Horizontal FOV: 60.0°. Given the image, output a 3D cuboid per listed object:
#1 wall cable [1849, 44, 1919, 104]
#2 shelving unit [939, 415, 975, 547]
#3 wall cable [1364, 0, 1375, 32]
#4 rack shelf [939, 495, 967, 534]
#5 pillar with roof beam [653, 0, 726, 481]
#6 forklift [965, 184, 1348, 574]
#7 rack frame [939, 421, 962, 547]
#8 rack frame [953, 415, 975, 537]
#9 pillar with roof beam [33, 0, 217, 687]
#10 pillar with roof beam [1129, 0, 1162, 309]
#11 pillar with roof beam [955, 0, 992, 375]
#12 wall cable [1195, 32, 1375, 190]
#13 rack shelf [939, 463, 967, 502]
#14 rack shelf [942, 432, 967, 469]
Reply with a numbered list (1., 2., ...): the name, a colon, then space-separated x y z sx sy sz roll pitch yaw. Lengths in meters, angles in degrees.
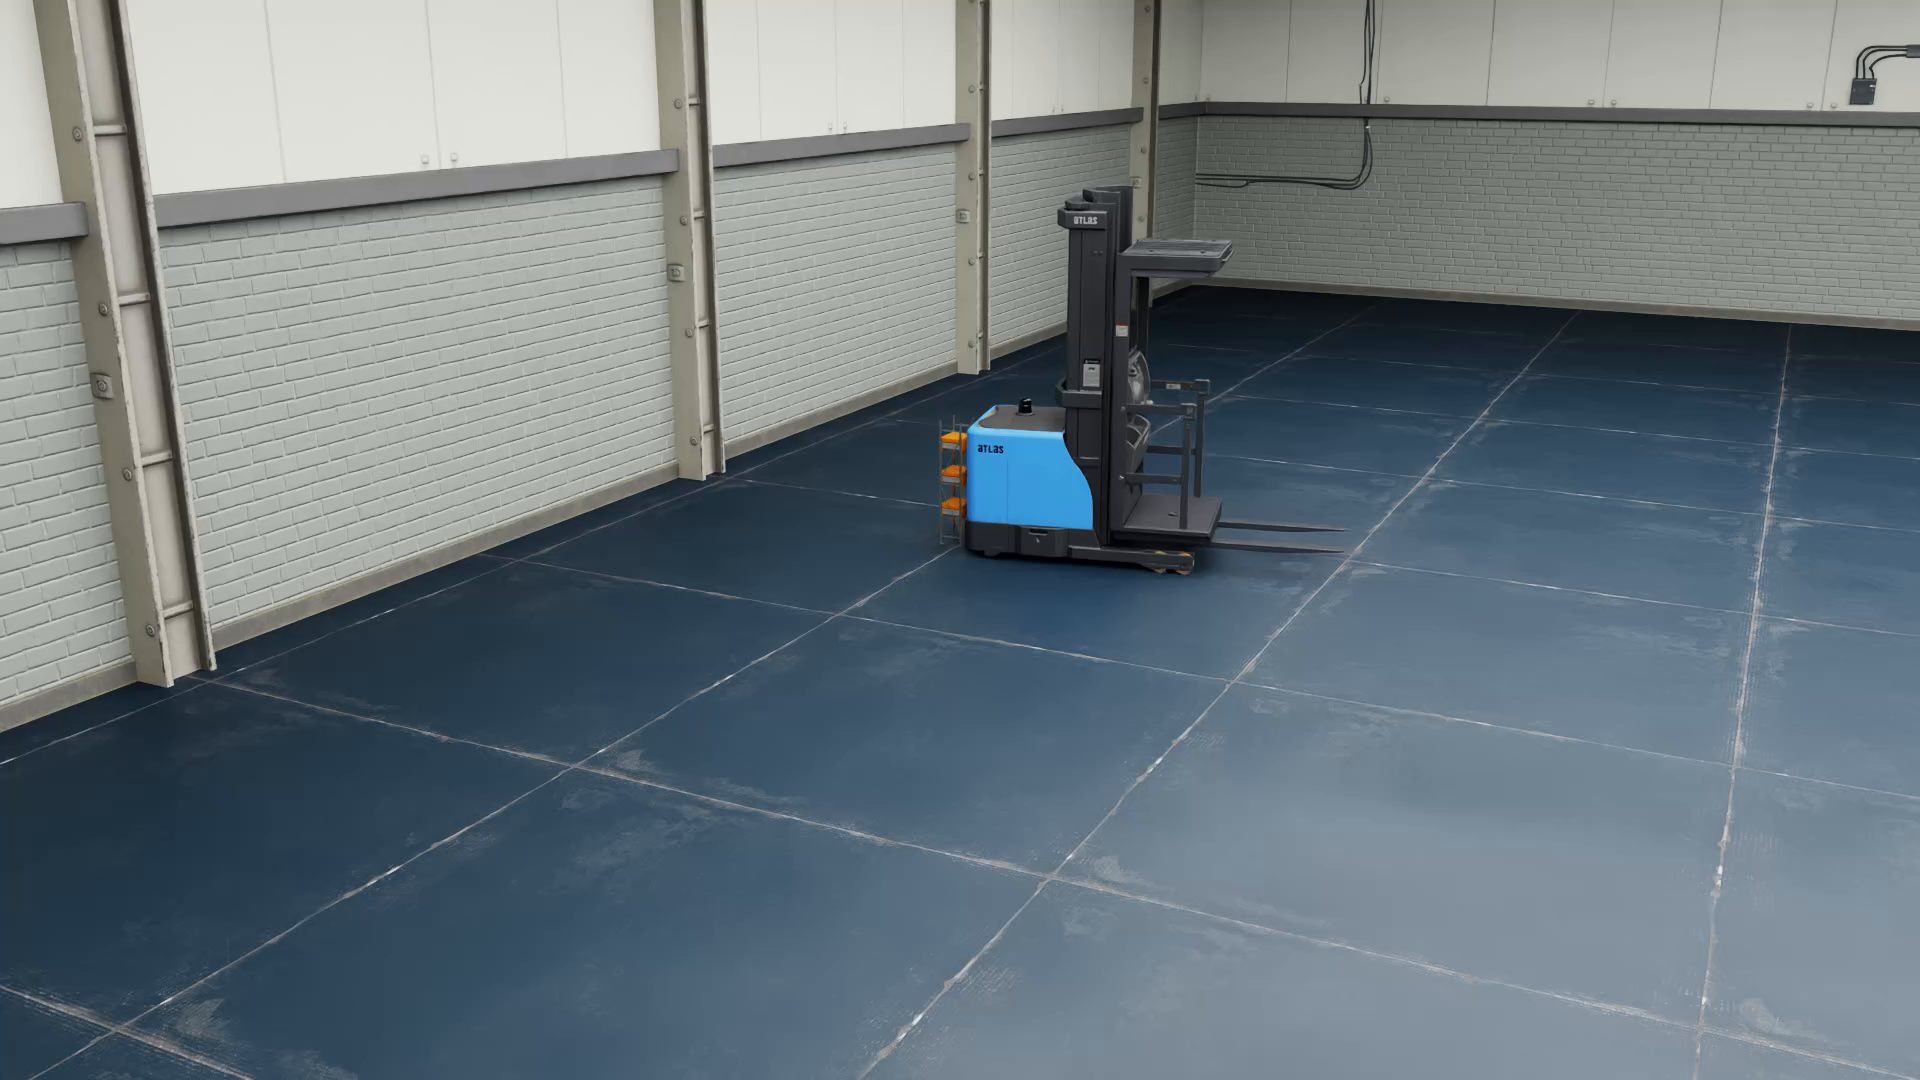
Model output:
1. wall cable: 13.830 -9.010 22.583 2.305 6.003 0.169 8 18 25
2. shelving unit: -0.024 -0.490 13.829 0.215 1.050 0.252 8 18 25
3. wall cable: 7.765 -9.180 25.712 3.097 2.526 0.112 8 18 25
4. rack shelf: -0.024 -0.213 13.911 0.215 0.259 0.240 8 18 25
5. pillar with roof beam: 1.334 -4.406 13.052 9.100 9.000 0.400 8 18 25
6. forklift: 1.615 -1.301 13.258 3.031 2.935 1.130 4 17 13
7. rack frame: -0.078 -0.459 13.724 0.200 1.050 0.008 8 18 25
8. rack frame: 0.031 -0.521 13.934 0.200 1.050 0.008 8 18 25
9. pillar with roof beam: -1.347 -2.877 7.907 9.100 9.000 0.400 8 18 25
10. pillar with roof beam: 6.696 -7.462 23.343 9.100 9.000 0.400 8 18 25
11. pillar with roof beam: 4.015 -5.934 18.198 9.100 9.000 0.400 8 18 25
12. wall cable: 5.344 -7.104 27.590 3.097 2.526 0.112 8 18 25
13. rack shelf: -0.024 -0.479 13.832 0.215 0.259 0.240 8 18 25
14. rack shelf: -0.024 -0.752 13.751 0.215 0.259 0.240 8 18 25
